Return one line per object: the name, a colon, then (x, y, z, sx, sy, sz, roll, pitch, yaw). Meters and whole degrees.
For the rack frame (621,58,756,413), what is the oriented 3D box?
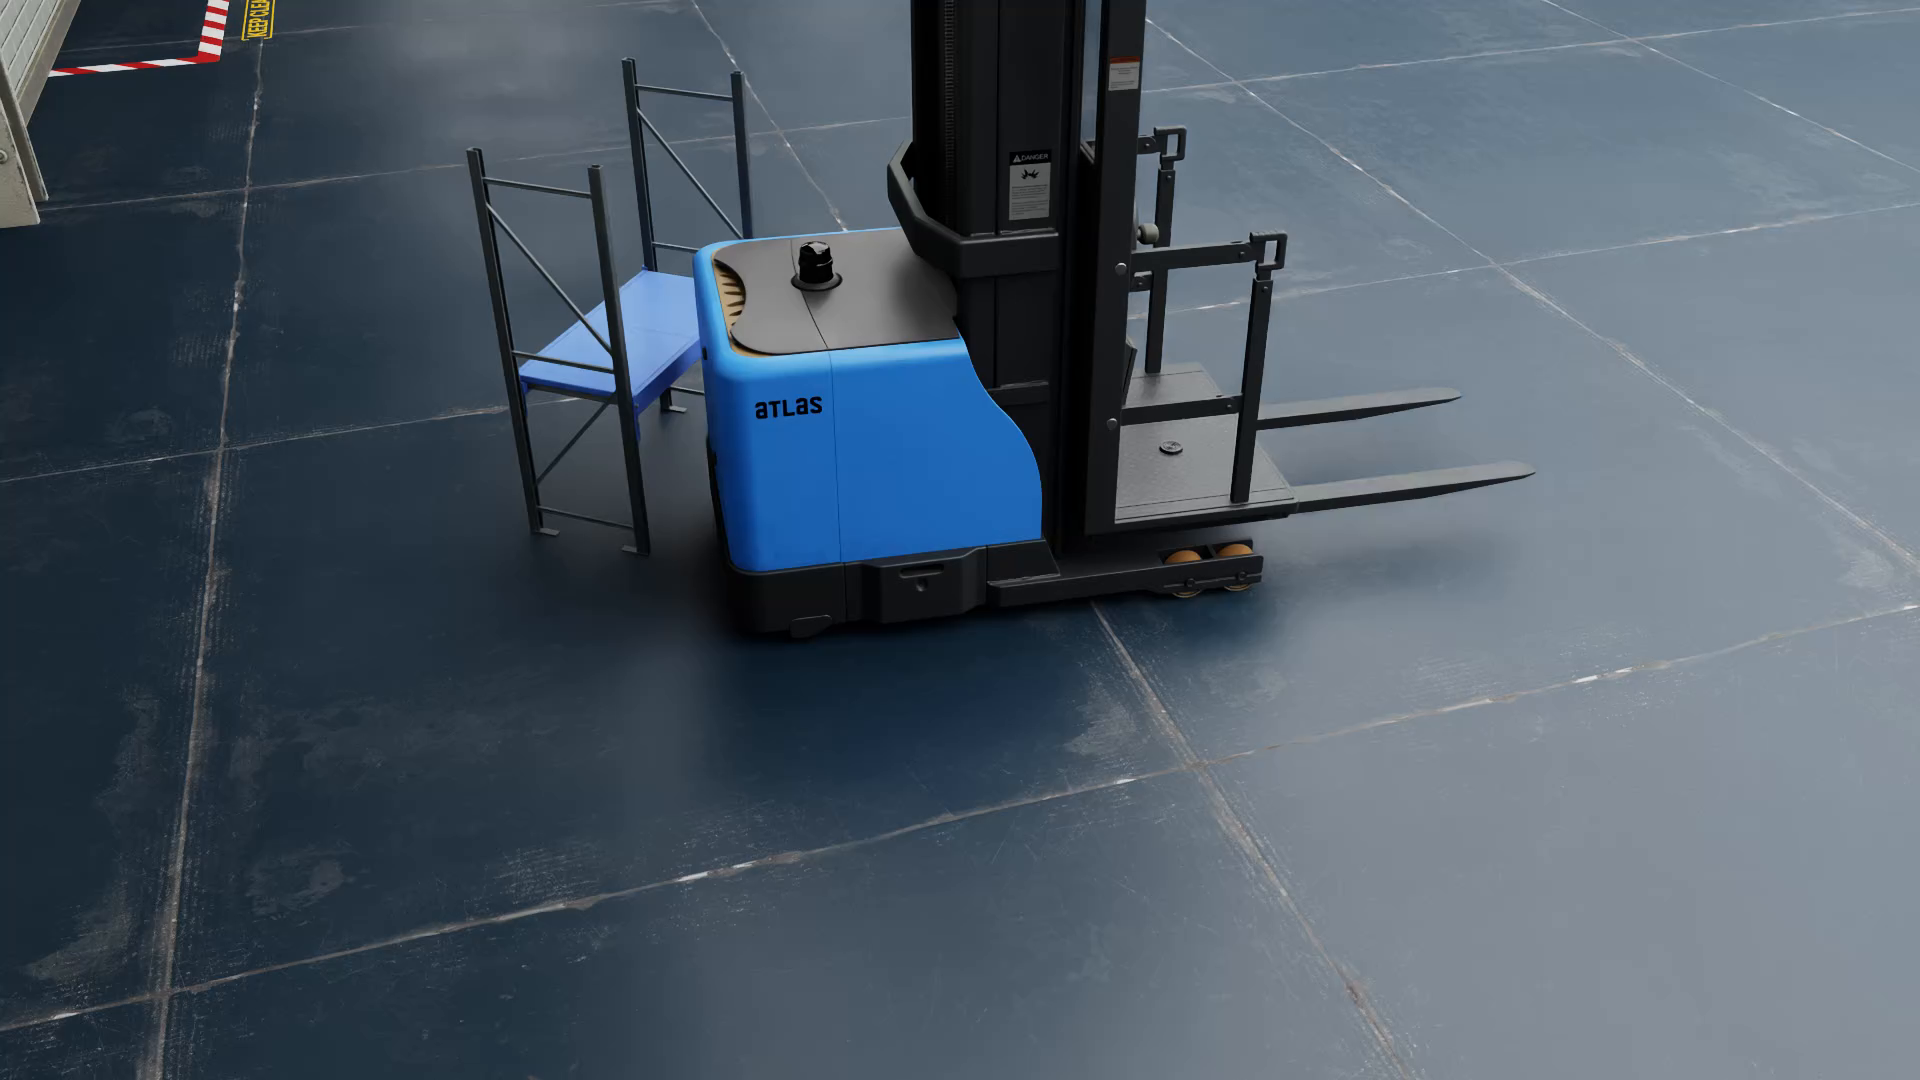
rack frame: (-1.037, -1.145, 6.622, 0.500, 1.500, 0.032, 11, 35, 17)

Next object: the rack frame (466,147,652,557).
rack frame: (-1.386, -0.618, 5.826, 0.500, 1.500, 0.032, 11, 35, 17)

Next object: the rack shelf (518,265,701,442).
rack shelf: (-1.212, -0.732, 6.323, 0.538, 0.185, 1.000, 11, 35, 17)

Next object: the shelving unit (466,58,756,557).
shelving unit: (-1.212, -0.882, 6.224, 0.538, 1.500, 1.048, 11, 35, 17)

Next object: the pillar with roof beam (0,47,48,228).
pillar with roof beam: (-0.969, -6.224, 7.507, 9.100, 9.000, 0.400, -10, 35, -15)

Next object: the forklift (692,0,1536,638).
forklift: (0.611, -1.296, 5.552, 3.031, 2.935, 1.130, -7, 34, -10)
